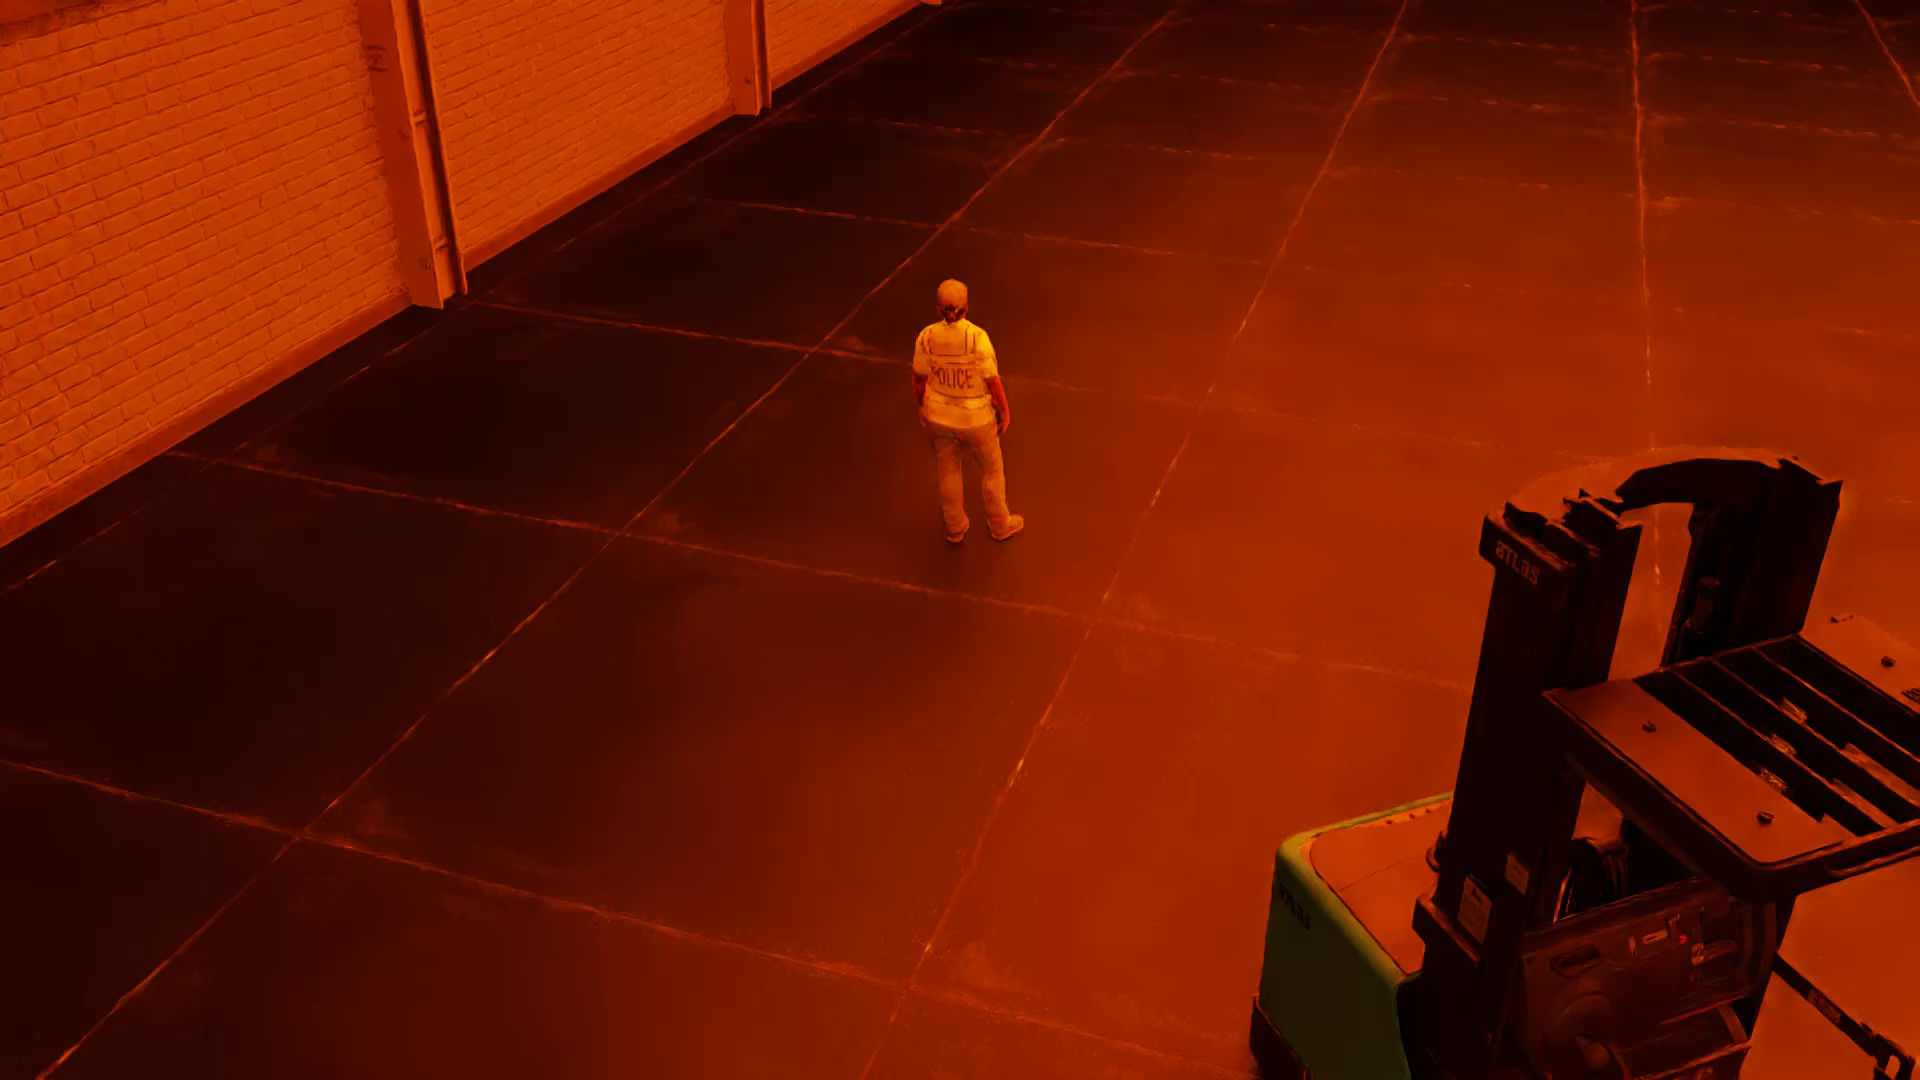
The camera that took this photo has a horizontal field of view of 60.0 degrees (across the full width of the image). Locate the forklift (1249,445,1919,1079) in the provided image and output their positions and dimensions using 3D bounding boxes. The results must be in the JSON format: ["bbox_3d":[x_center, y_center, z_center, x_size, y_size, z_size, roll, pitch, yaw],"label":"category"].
[{"bbox_3d":[2.142,1.333,4.799,1.130,2.935,3.031,-11,32,-19],"label":"forklift"}]

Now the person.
[{"bbox_3d":[0.046,-0.762,9.736,0.598,1.669,0.529,10,31,16],"label":"person"}]
